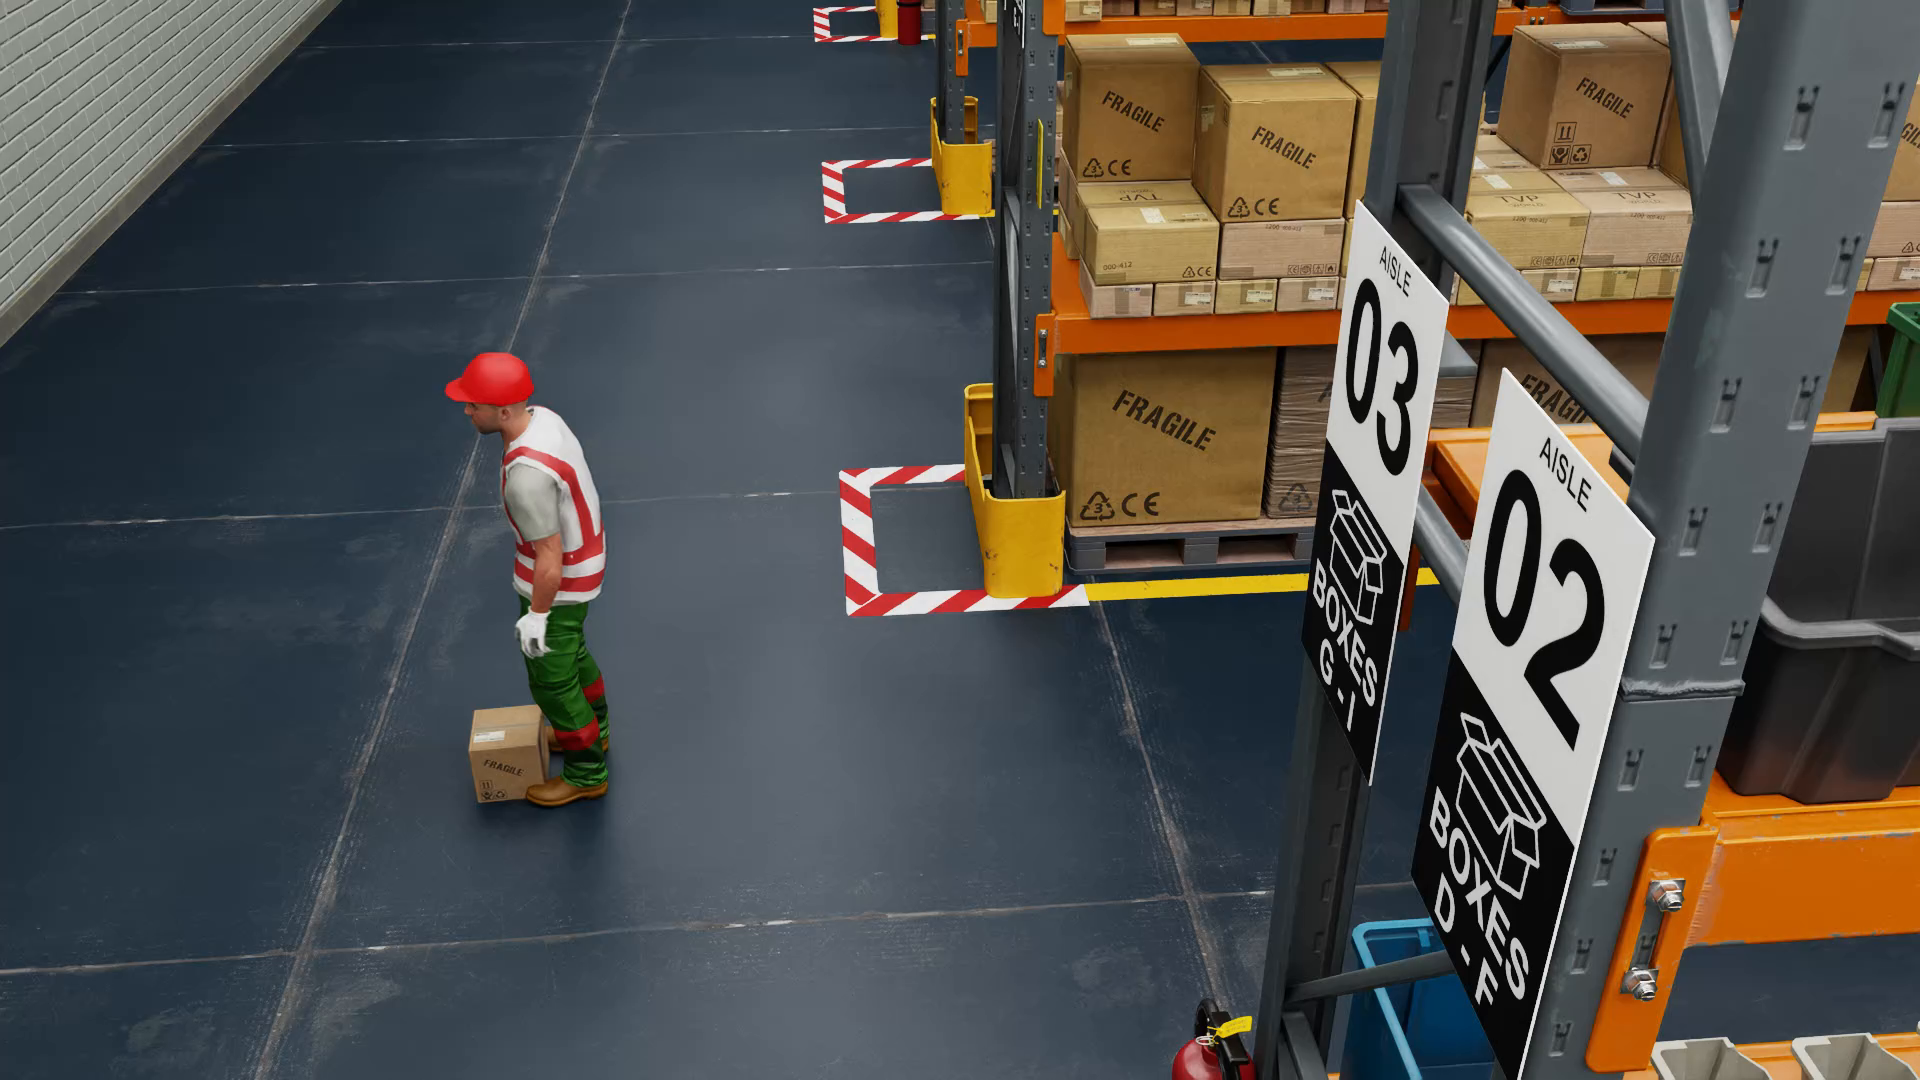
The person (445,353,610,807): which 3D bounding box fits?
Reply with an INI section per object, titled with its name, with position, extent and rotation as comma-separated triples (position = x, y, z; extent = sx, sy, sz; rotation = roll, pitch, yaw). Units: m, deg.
[person]
position = -1.466, 0.145, 5.874
extent = 0.445, 1.781, 0.621
rotation = -4, 31, -7
